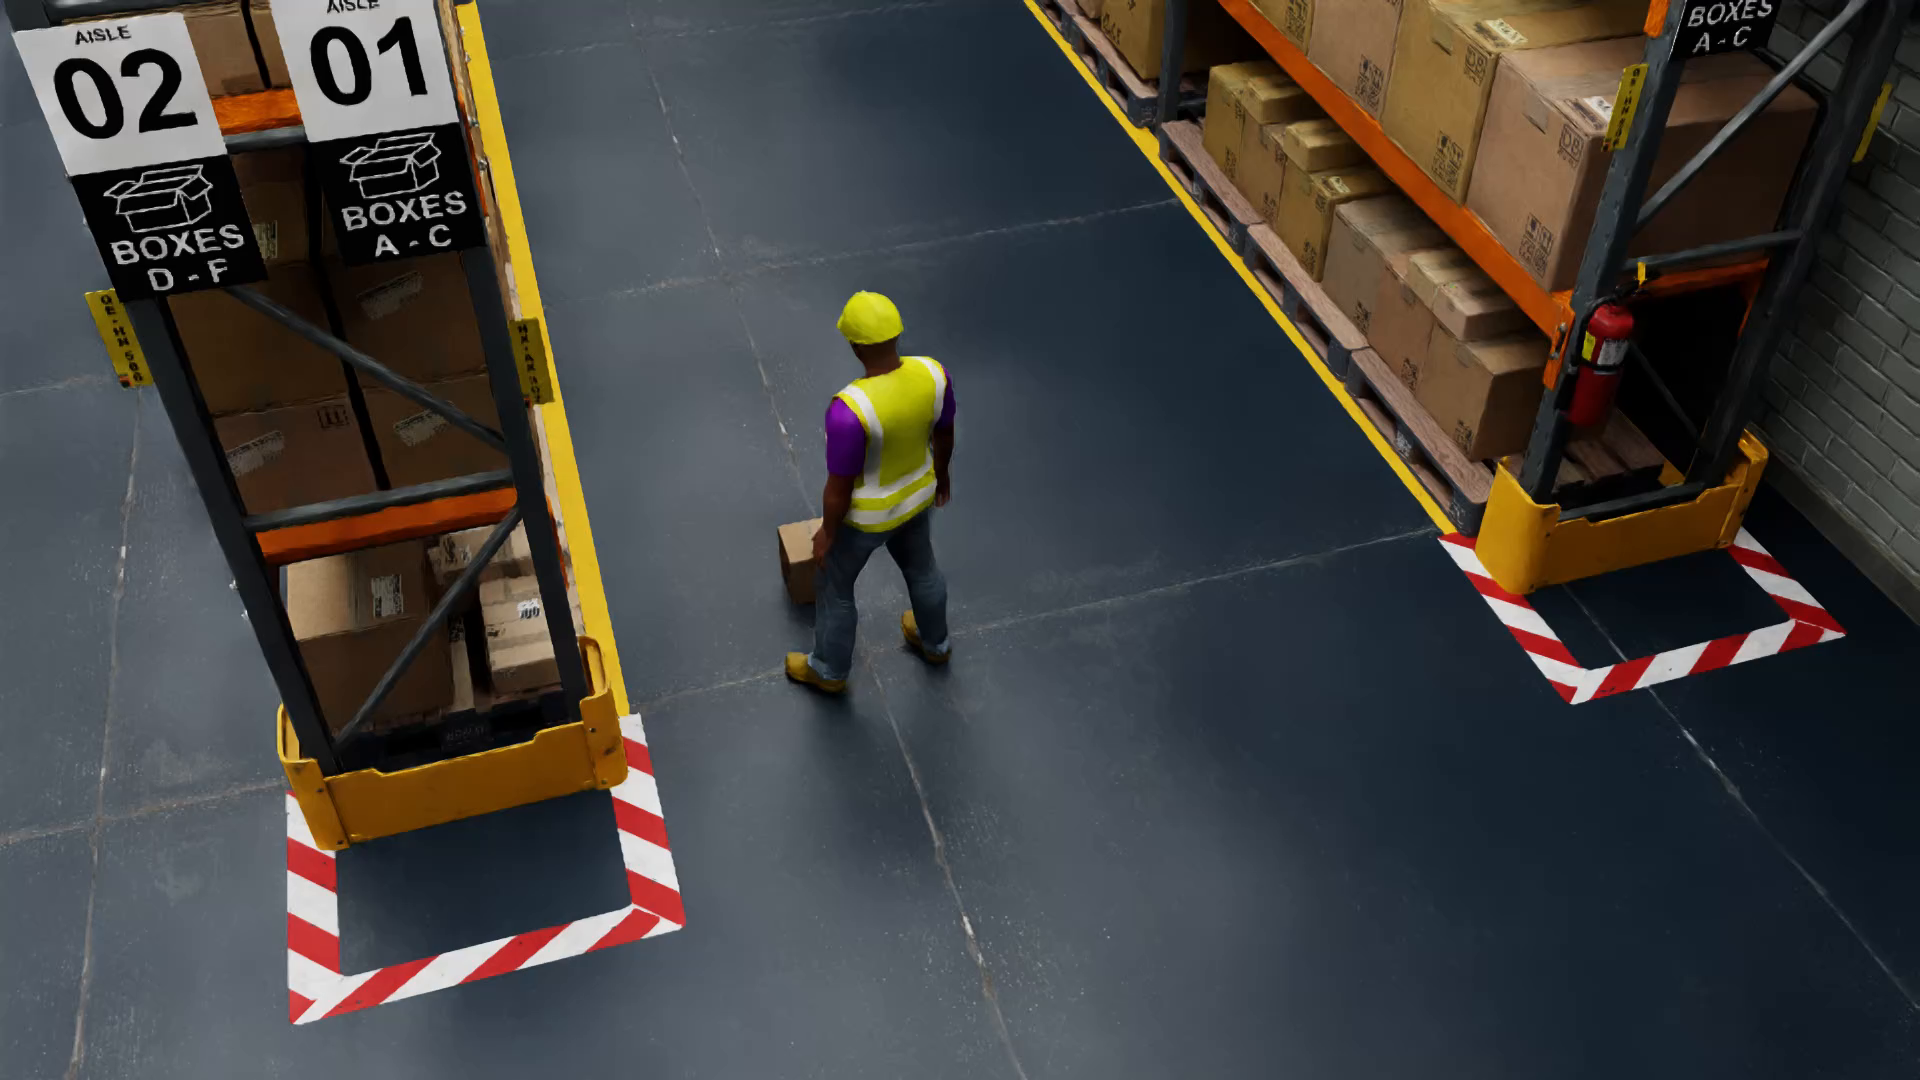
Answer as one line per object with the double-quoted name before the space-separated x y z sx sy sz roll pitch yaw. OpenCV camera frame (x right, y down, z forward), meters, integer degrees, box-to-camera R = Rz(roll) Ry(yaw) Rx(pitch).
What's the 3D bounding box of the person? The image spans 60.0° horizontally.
"person" -0.342 -0.176 6.305 0.671 1.767 0.488 -33 52 -31
